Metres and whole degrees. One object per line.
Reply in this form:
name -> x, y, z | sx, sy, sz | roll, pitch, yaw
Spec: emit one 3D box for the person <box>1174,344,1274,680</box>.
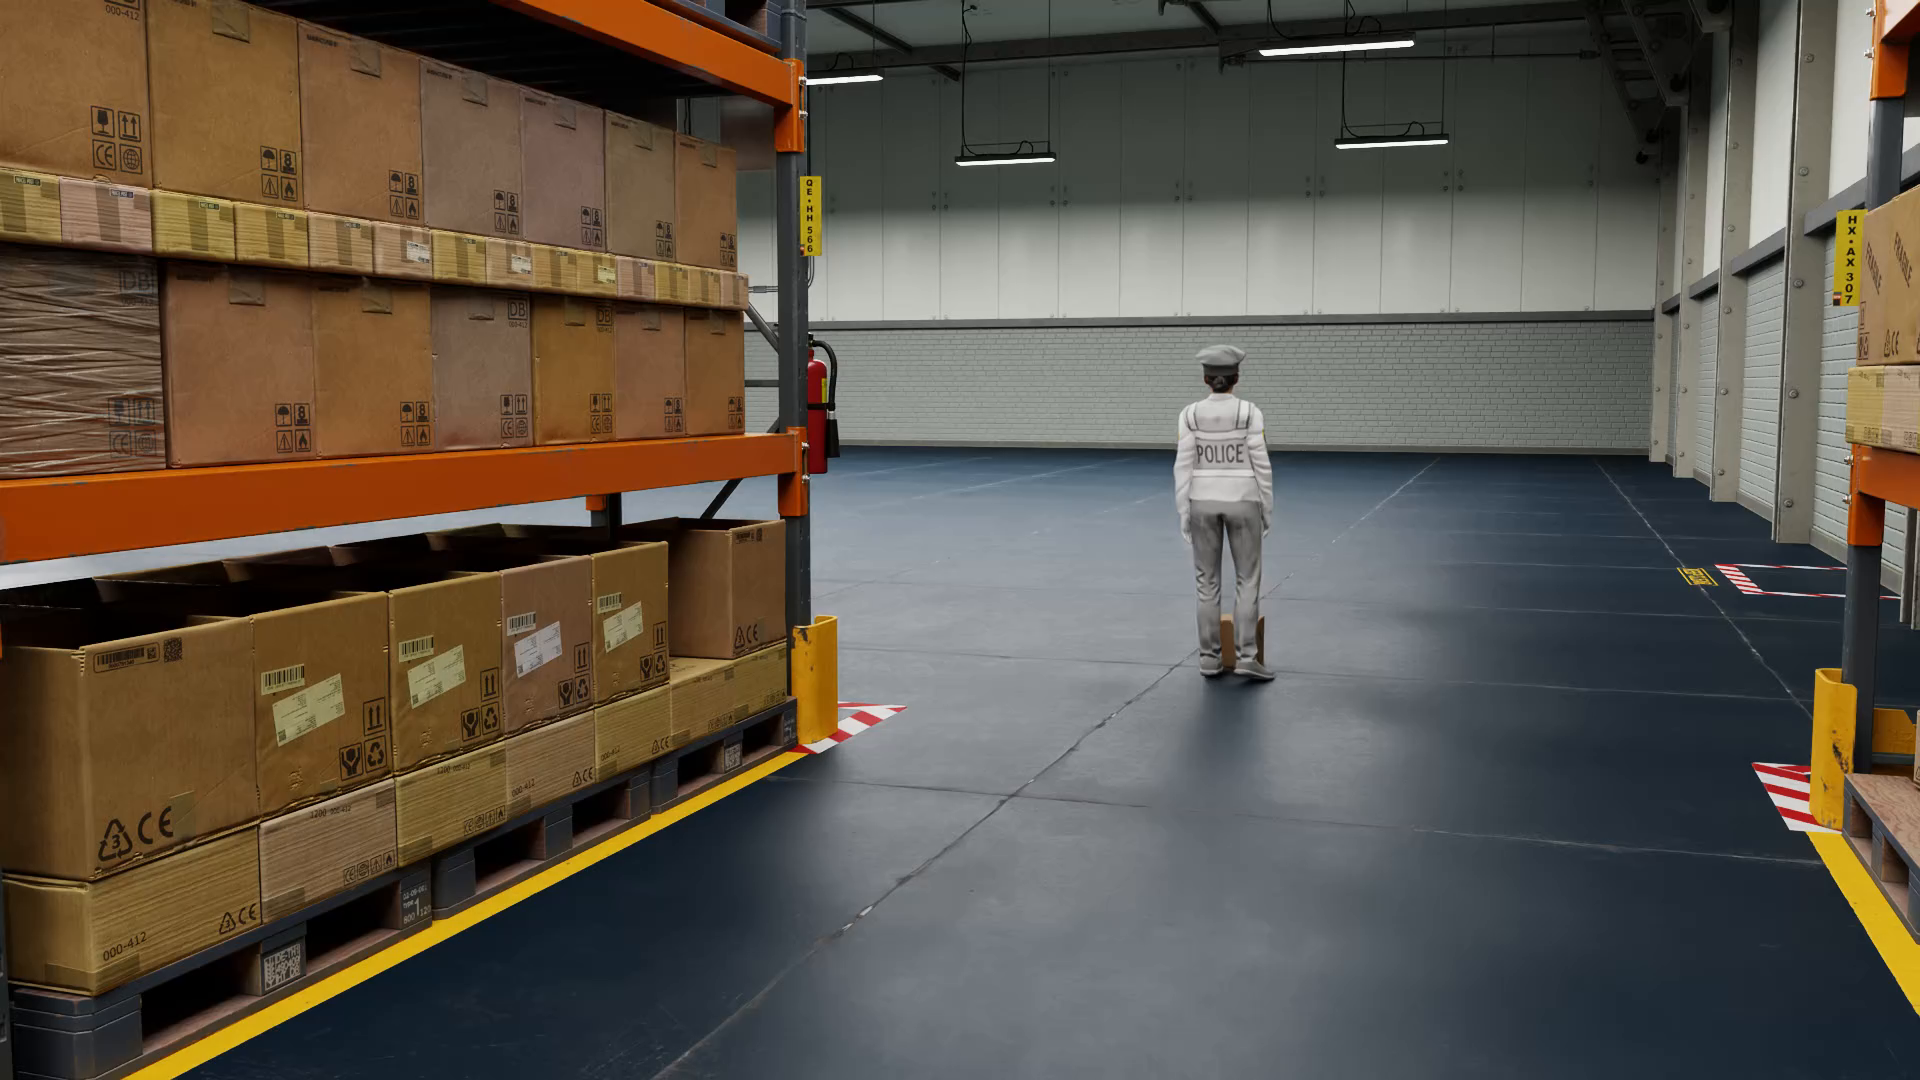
person -> 1.350, -0.134, 8.485 | 0.511, 1.719, 0.363 | 2, 6, 18
